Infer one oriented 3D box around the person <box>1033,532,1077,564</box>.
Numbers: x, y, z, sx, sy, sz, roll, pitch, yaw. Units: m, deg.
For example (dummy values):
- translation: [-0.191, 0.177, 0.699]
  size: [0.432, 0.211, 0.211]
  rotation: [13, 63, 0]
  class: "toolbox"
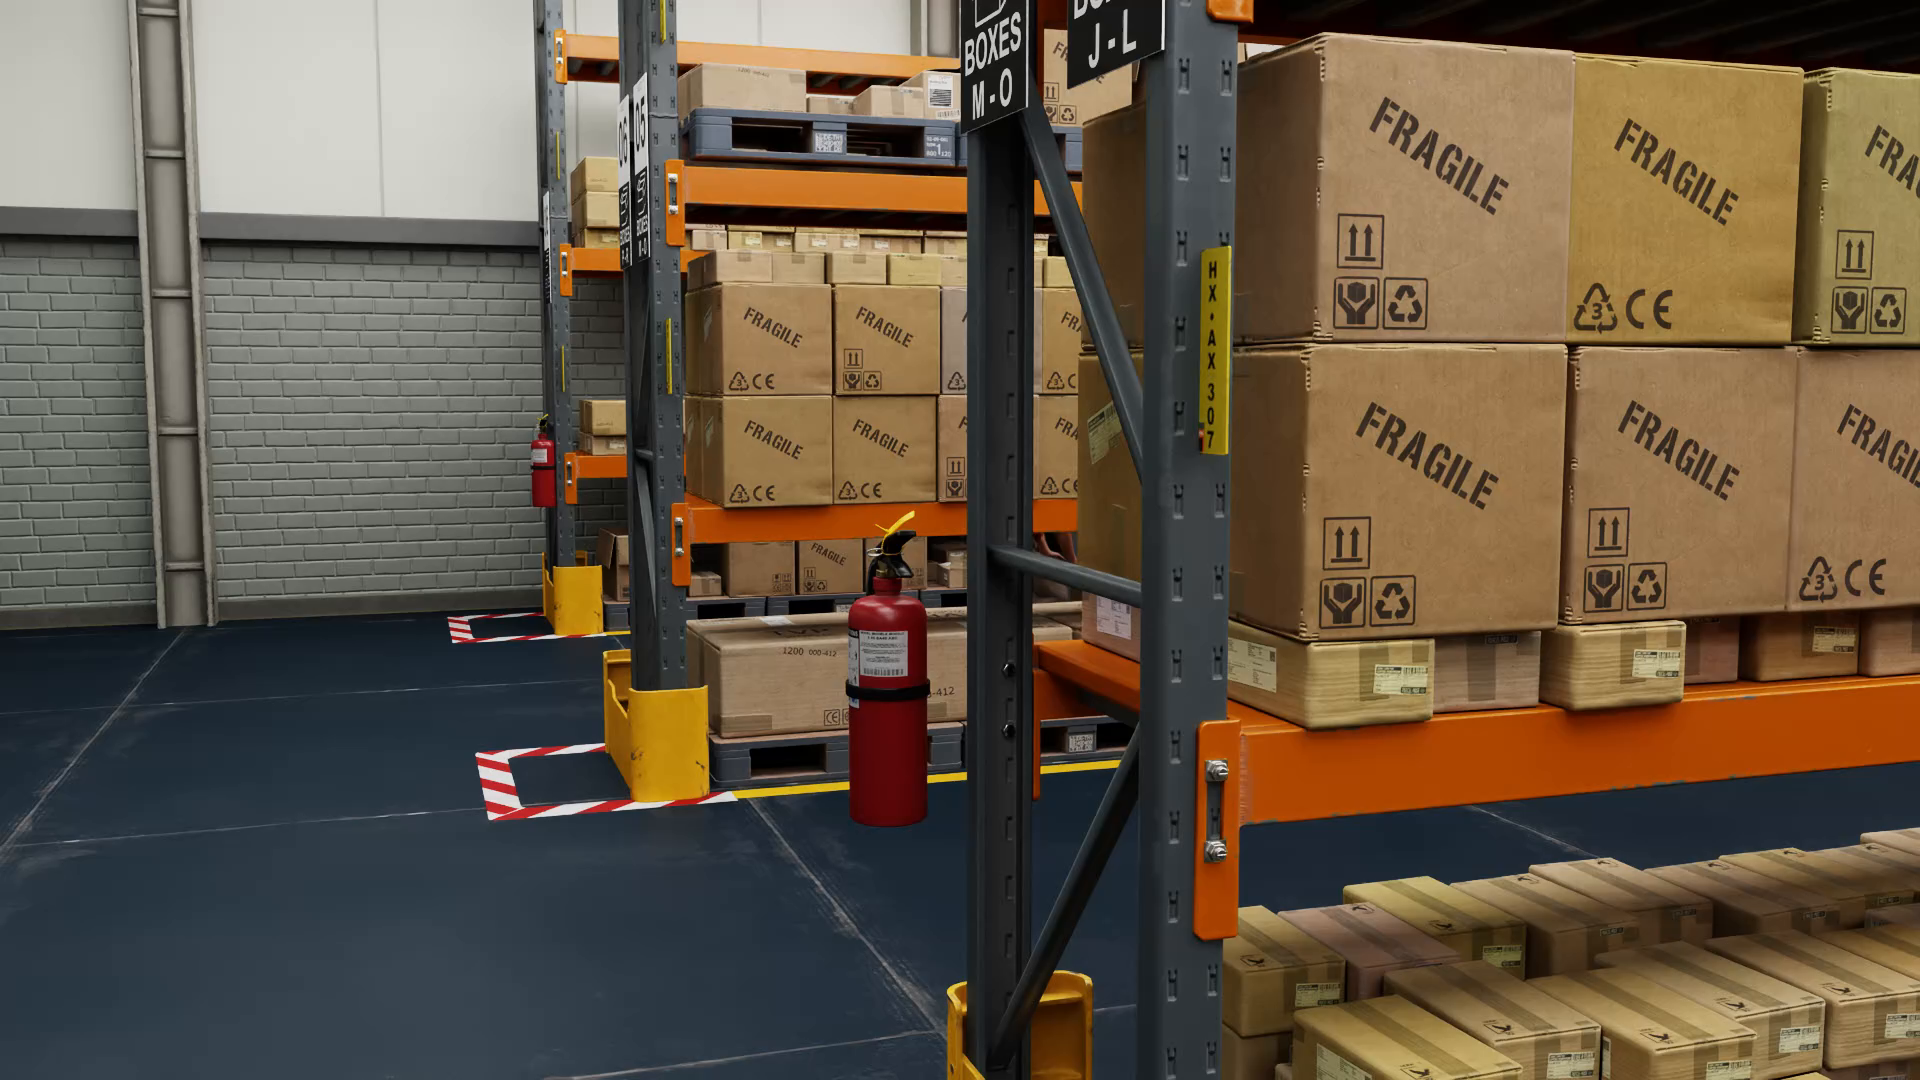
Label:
- translation: [0.535, -0.168, 11.197]
  size: [0.613, 0.904, 0.590]
  rotation: [-2, 6, -19]
  class: "person"
